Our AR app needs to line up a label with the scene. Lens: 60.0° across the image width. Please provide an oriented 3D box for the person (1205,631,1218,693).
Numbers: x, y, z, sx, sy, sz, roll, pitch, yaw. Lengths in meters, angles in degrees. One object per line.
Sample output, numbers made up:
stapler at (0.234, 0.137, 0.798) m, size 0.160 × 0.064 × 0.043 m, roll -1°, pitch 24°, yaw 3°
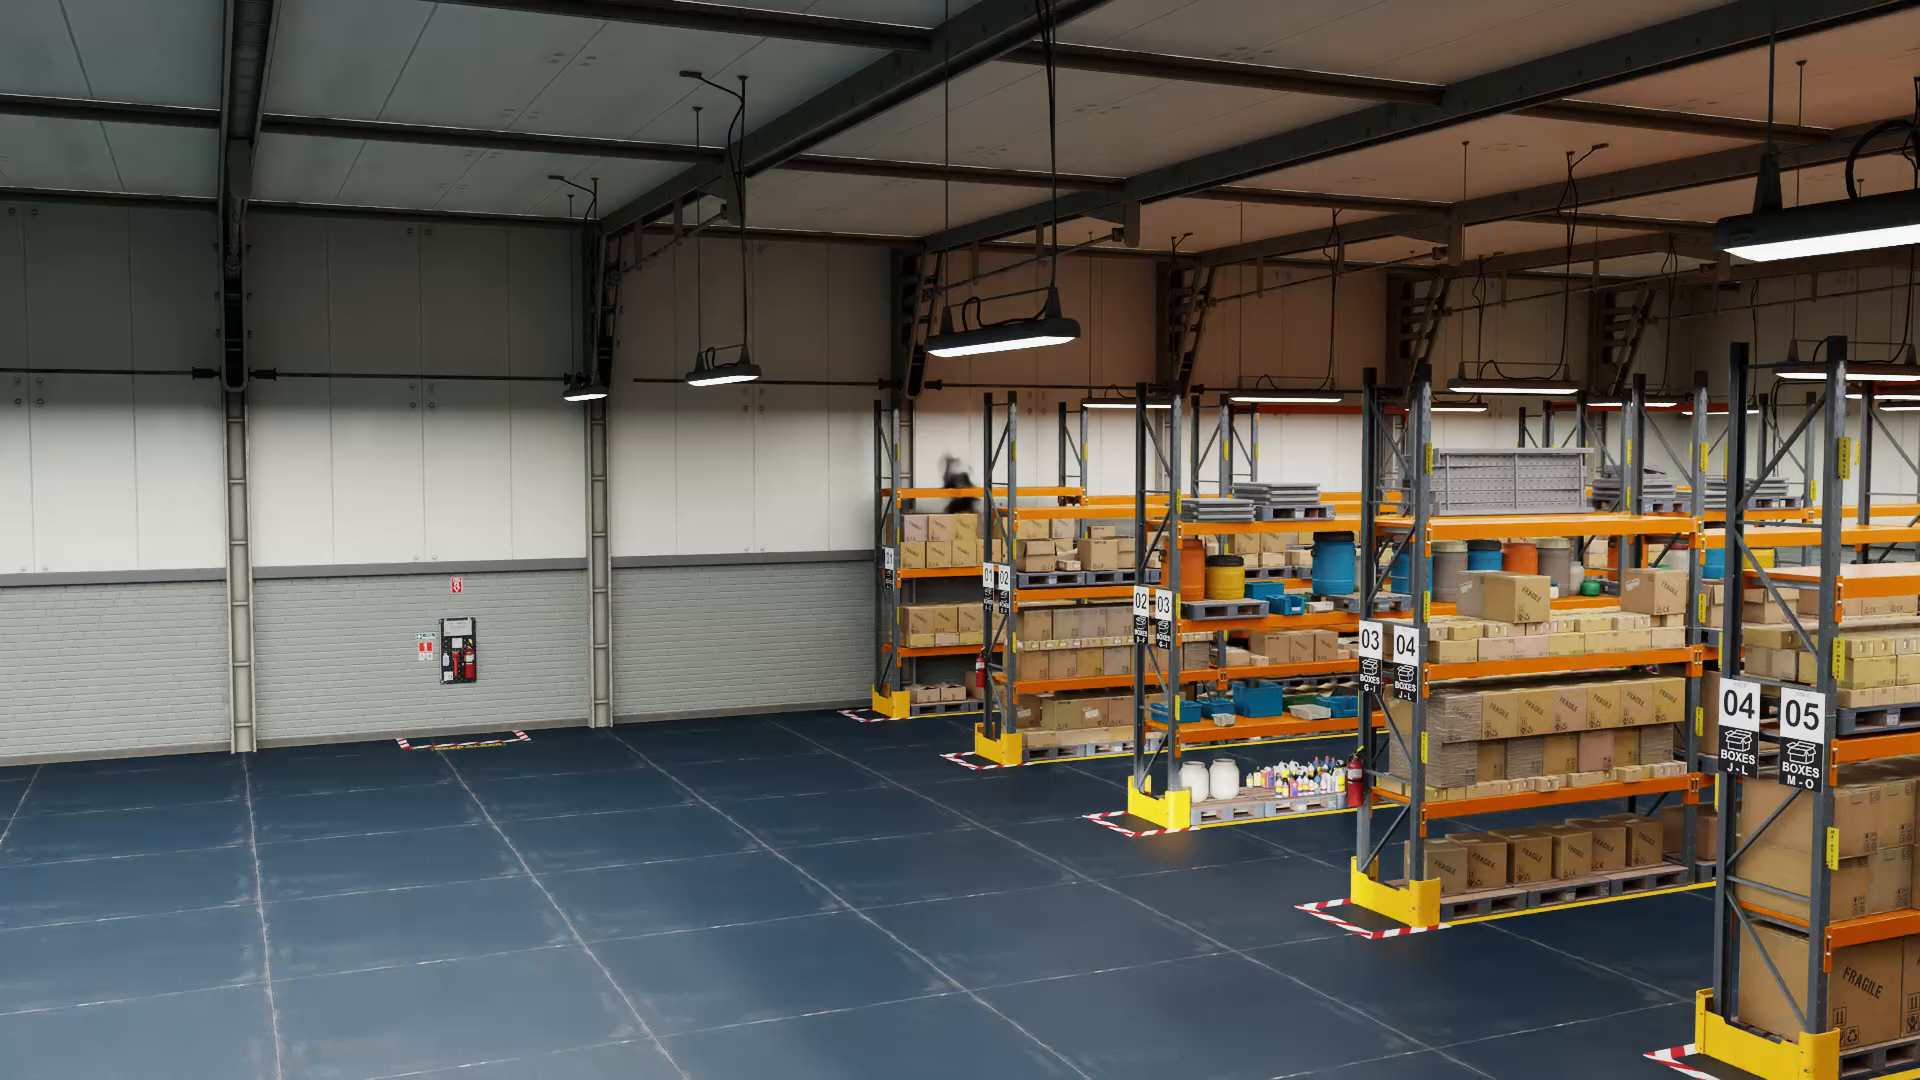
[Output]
person at (4.730, 2.537, 30.955) m, size 0.727 × 1.746 × 0.566 m, roll -2°, pitch 4°, yaw -27°
